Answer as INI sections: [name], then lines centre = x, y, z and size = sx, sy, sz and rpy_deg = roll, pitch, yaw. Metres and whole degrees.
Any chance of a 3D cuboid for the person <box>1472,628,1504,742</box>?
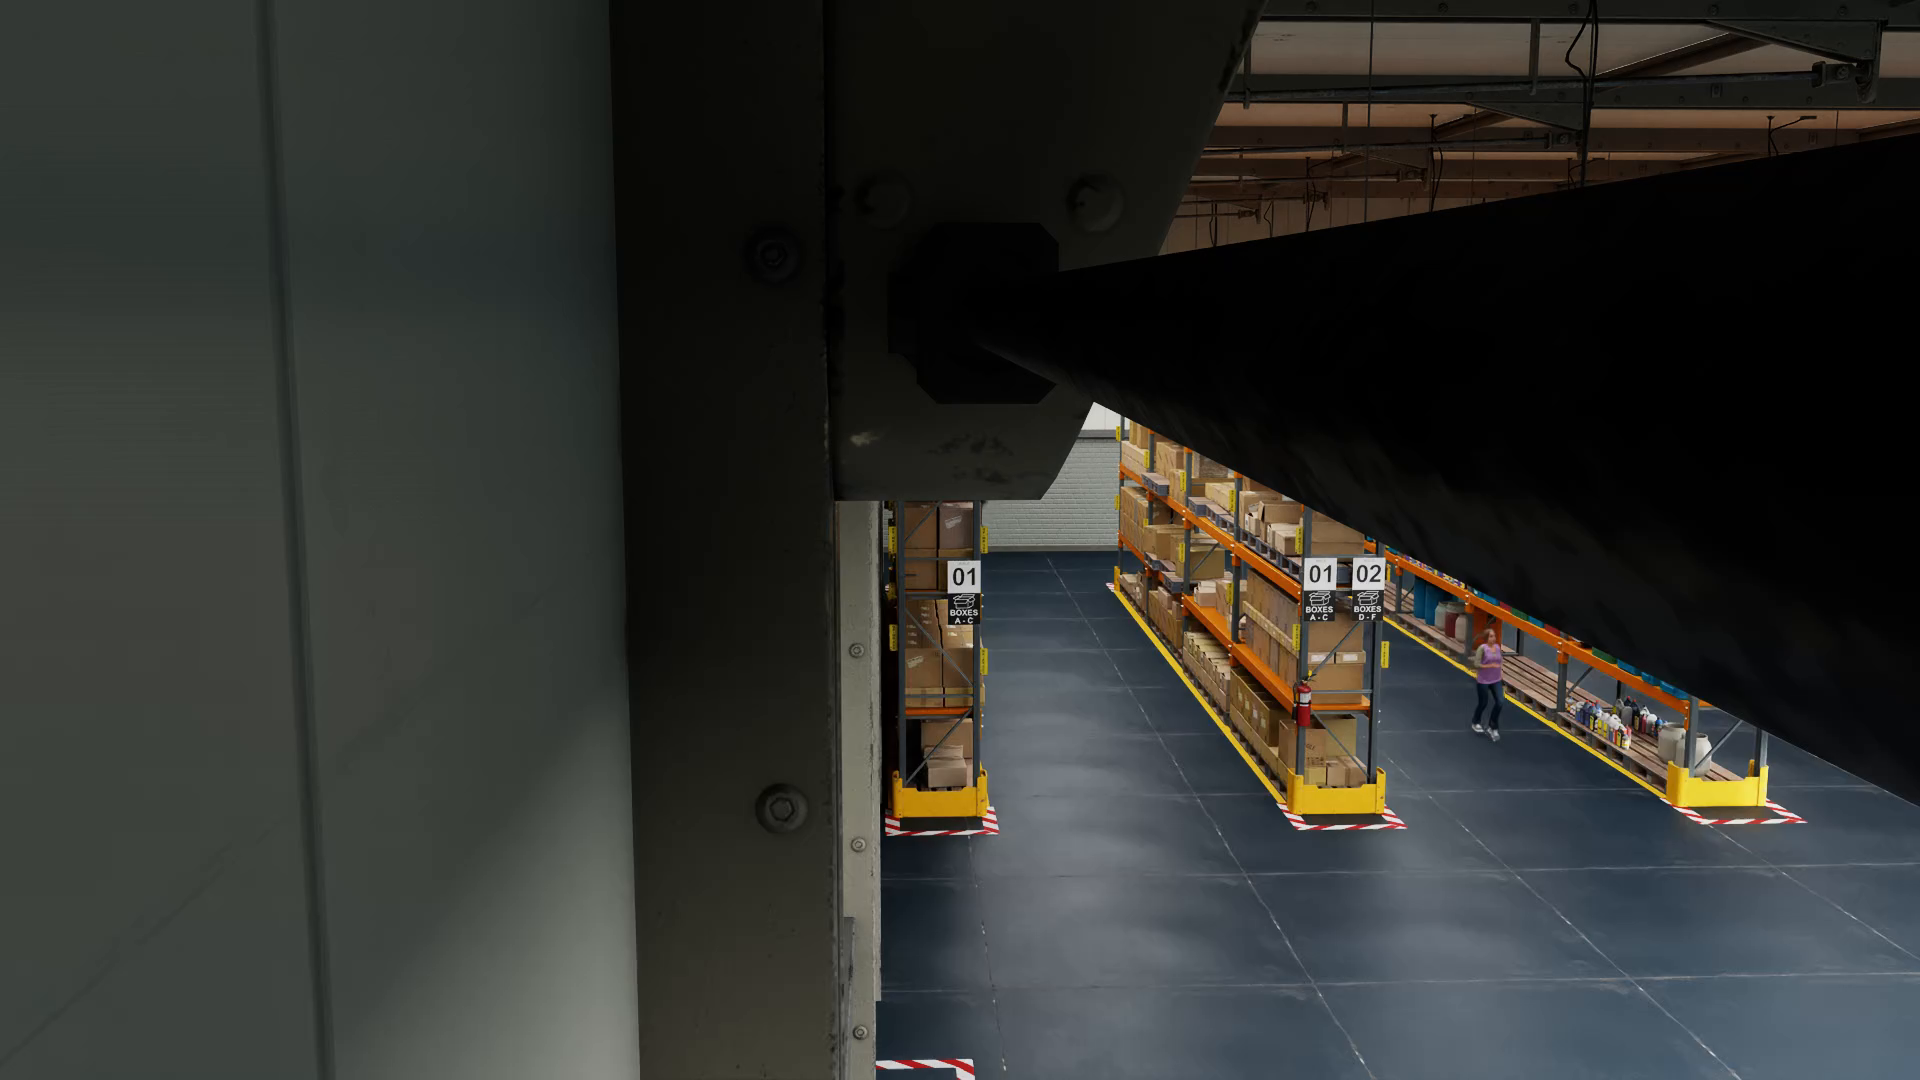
[person]
centre = 7.662, 2.094, 24.080
size = 0.514, 1.625, 0.666
rpy_deg = -2, 8, -11
